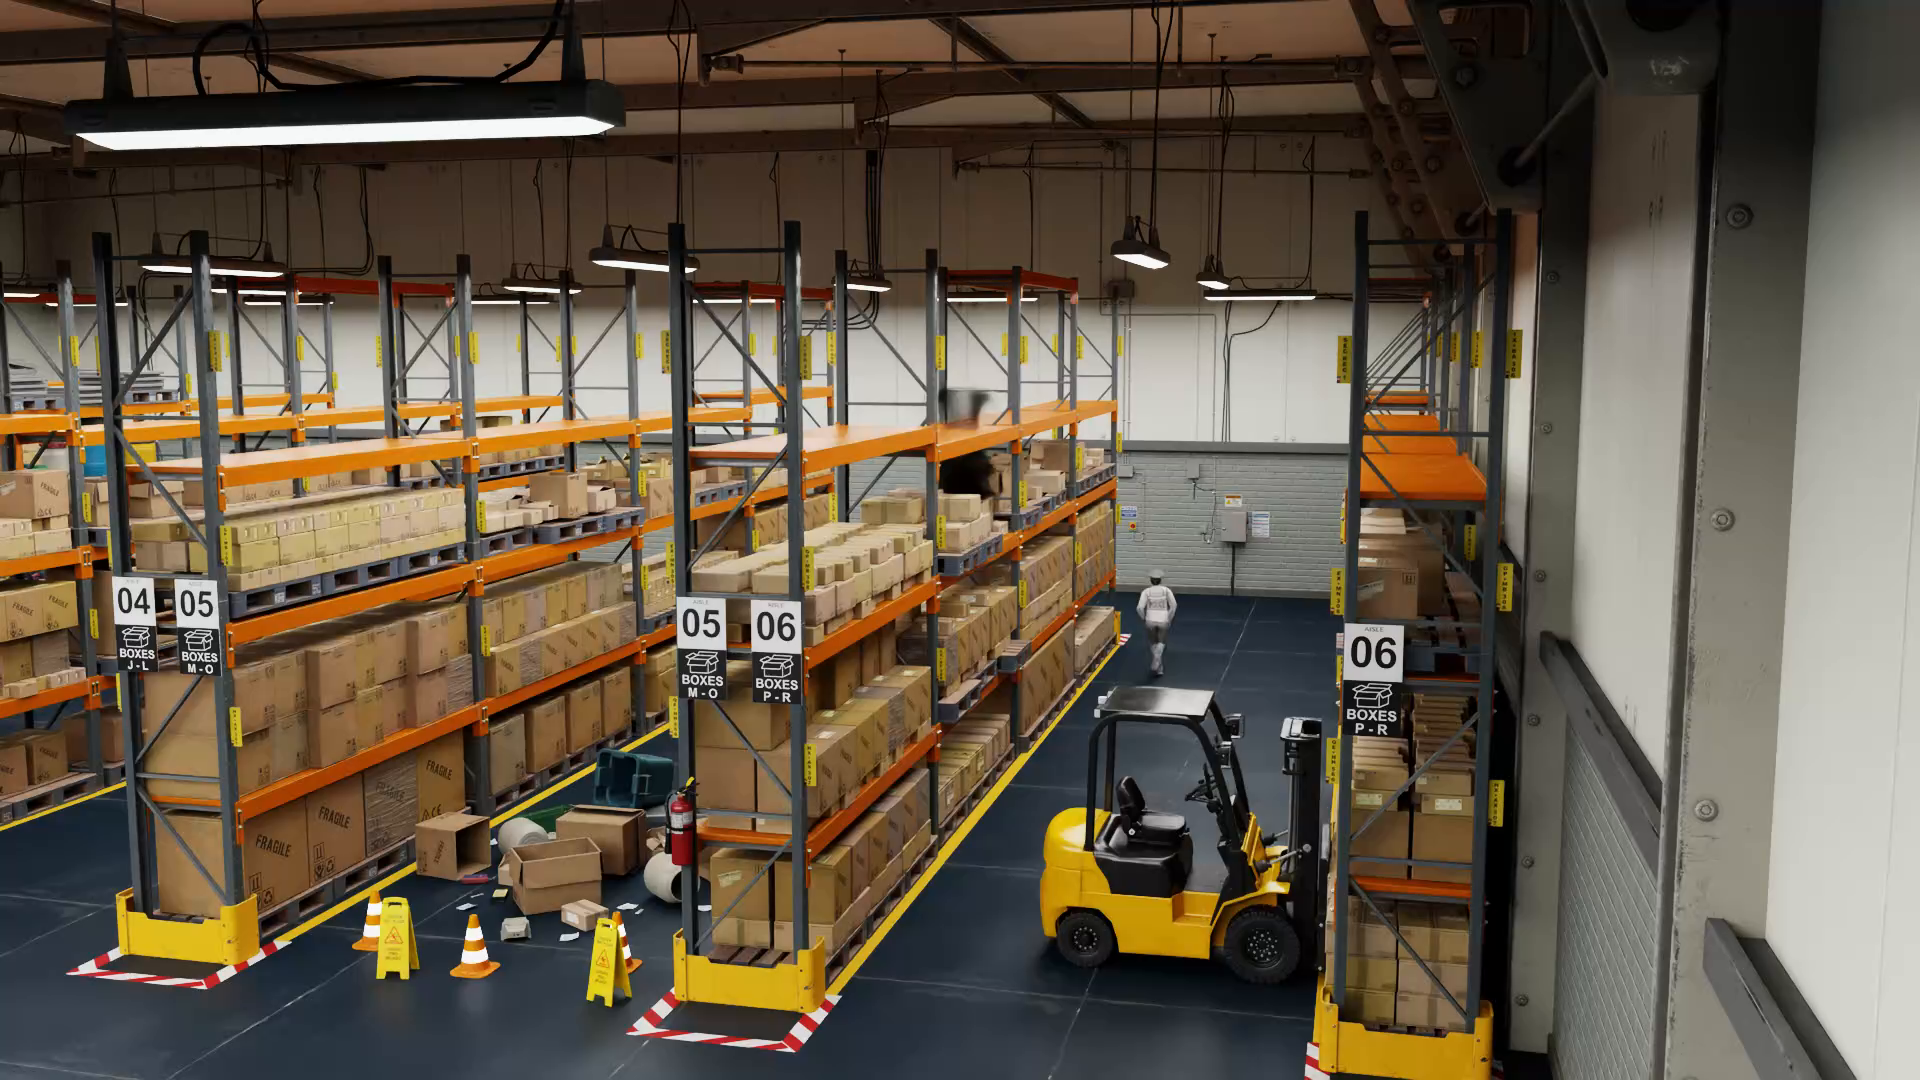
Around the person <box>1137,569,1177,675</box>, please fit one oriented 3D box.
[{"bbox_3d":[3.011,1.272,25.421,0.617,1.633,0.522,1,7,6],"label":"person"}]
